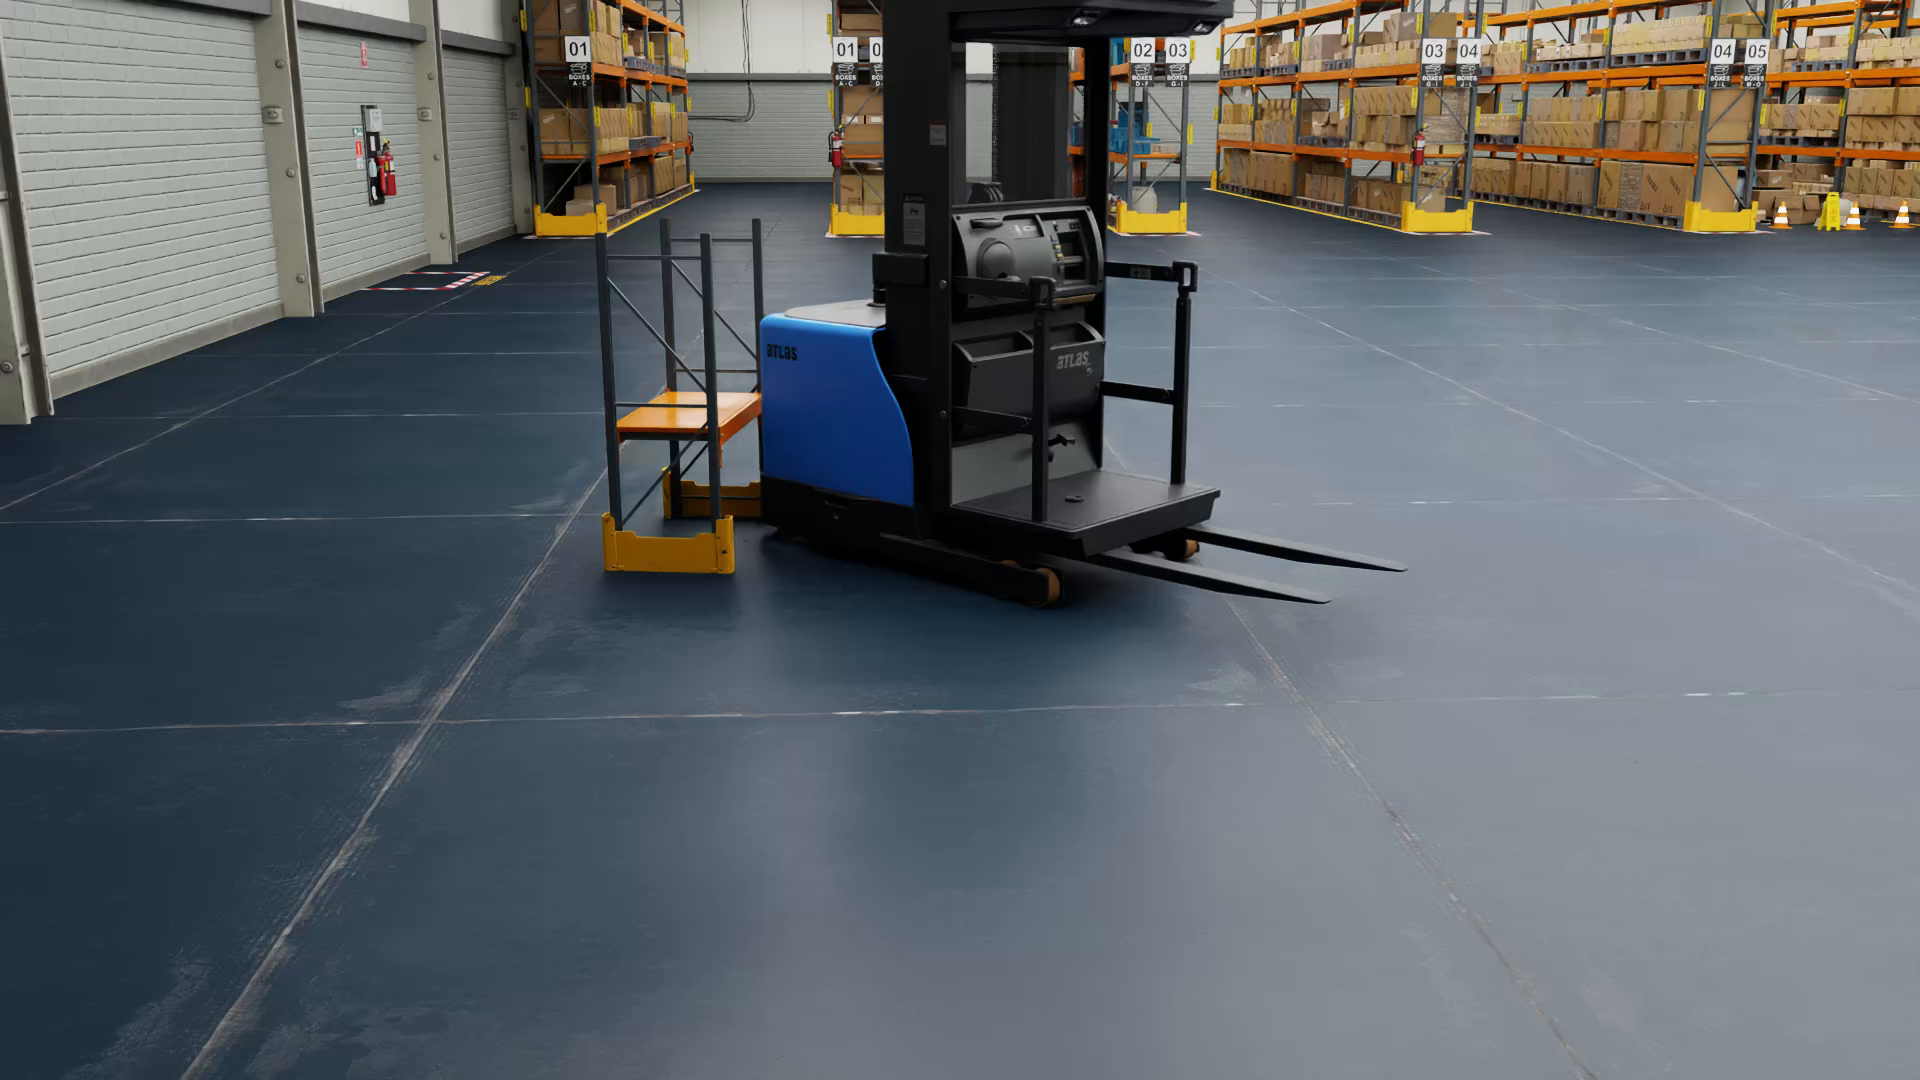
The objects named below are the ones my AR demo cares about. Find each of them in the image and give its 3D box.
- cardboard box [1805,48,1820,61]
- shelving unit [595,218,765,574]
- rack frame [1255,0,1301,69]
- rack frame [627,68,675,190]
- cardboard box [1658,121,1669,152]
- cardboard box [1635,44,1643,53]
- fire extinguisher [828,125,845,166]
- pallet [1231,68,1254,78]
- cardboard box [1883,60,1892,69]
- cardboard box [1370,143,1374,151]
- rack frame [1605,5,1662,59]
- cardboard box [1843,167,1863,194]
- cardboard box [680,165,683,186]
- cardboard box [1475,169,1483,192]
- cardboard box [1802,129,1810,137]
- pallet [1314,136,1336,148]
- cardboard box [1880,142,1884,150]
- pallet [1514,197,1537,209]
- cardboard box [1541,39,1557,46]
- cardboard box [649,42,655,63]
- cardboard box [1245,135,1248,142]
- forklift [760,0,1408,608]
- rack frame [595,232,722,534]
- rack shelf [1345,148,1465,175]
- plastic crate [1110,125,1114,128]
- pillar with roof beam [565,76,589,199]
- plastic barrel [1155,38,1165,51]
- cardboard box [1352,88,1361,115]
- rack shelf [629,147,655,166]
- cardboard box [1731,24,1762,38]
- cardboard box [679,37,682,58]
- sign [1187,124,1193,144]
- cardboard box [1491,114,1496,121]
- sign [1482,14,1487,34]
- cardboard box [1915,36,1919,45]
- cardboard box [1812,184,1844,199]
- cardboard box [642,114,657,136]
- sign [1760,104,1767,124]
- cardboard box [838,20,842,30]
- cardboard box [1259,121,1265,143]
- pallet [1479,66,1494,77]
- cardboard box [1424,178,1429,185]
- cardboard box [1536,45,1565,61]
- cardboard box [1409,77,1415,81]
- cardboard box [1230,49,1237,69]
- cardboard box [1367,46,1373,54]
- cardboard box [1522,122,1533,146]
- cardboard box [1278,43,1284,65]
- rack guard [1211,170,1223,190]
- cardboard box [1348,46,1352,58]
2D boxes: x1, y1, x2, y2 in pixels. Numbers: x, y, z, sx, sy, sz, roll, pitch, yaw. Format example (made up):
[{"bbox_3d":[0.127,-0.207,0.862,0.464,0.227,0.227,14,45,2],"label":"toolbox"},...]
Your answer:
[{"bbox_3d":[17.692,-9.937,34.066,0.500,0.250,0.500,-1,14,-3],"label":"cardboard box"},{"bbox_3d":[-1.262,-0.715,7.795,0.587,1.500,1.083,1,14,5],"label":"shelving unit"},{"bbox_3d":[7.543,-12.700,39.326,1.000,3.000,0.127,-1,14,-3],"label":"rack frame"},{"bbox_3d":[-7.289,-9.565,39.182,1.000,3.000,0.127,-1,14,-3],"label":"rack frame"},{"bbox_3d":[13.209,-7.303,30.090,0.875,0.550,0.550,-1,14,-3],"label":"cardboard box"},{"bbox_3d":[12.743,-9.090,30.777,0.380,0.149,0.250,-1,14,-4],"label":"cardboard box"},{"bbox_3d":[-2.058,-6.584,27.751,0.296,0.674,0.183,-1,14,-3],"label":"fire extinguisher"},{"bbox_3d":[7.430,-11.710,41.678,1.003,0.211,1.213,-1,14,-3],"label":"pallet"},{"bbox_3d":[17.766,-9.019,31.543,0.380,0.149,0.250,0,14,-2],"label":"cardboard box"},{"bbox_3d":[7.853,-7.314,30.939,0.380,0.149,0.250,-1,14,-3],"label":"cardboard box"},{"bbox_3d":[12.995,-10.762,31.793,1.000,3.000,0.127,-1,14,-3],"label":"rack frame"},{"bbox_3d":[17.696,-7.042,32.545,0.500,0.500,0.500,0,14,-1],"label":"cardboard box"},{"bbox_3d":[-7.331,-9.130,41.667,0.700,0.500,0.500,-1,14,-5],"label":"cardboard box"},{"bbox_3d":[12.361,-8.389,38.785,0.500,0.500,0.500,-1,14,-2],"label":"cardboard box"},{"bbox_3d":[17.552,-8.356,34.144,0.380,0.149,0.250,-1,14,-3],"label":"cardboard box"},{"bbox_3d":[7.954,-8.215,34.320,1.003,0.211,1.213,-1,14,-3],"label":"pallet"},{"bbox_3d":[17.771,-7.497,31.650,0.380,0.149,0.250,-1,14,-4],"label":"cardboard box"},{"bbox_3d":[12.721,-7.303,35.988,1.003,0.211,1.213,-1,14,-3],"label":"pallet"},{"bbox_3d":[12.965,-10.956,36.831,0.396,0.266,0.258,-1,14,-3],"label":"cardboard box"},{"bbox_3d":[-7.245,-10.921,37.349,0.700,0.500,0.500,-1,14,-4],"label":"cardboard box"},{"bbox_3d":[7.180,-9.808,40.629,0.380,0.149,0.250,-1,14,-2],"label":"cardboard box"},{"bbox_3d":[0.465,-1.284,7.135,3.031,2.935,1.130,13,19,41],"label":"forklift"},{"bbox_3d":[-1.312,-0.587,7.296,0.500,1.500,0.032,1,14,5],"label":"rack frame"},{"bbox_3d":[8.162,-6.959,30.497,1.077,0.370,4.000,-1,14,-3],"label":"rack shelf"},{"bbox_3d":[2.759,-7.875,32.485,0.402,0.464,0.583,-1,14,-3],"label":"plastic crate"},{"bbox_3d":[-3.527,-11.205,33.517,9.100,9.000,0.400,-1,14,-3],"label":"pillar with roof beam"},{"bbox_3d":[3.186,-8.716,28.159,0.600,0.830,0.708,-1,14,-3],"label":"plastic barrel"},{"bbox_3d":[7.812,-8.366,31.716,0.500,0.500,0.500,-1,14,-3],"label":"cardboard box"},{"bbox_3d":[-6.917,-7.724,33.472,1.077,0.370,4.000,-1,14,-3],"label":"rack shelf"},{"bbox_3d":[13.469,-8.761,28.699,0.500,0.250,0.500,-1,14,-4],"label":"cardboard box"},{"bbox_3d":[-7.199,-12.252,41.359,0.500,0.500,0.500,0,14,-2],"label":"cardboard box"},{"bbox_3d":[3.892,-6.875,28.171,0.100,0.325,0.005,-1,14,-3],"label":"sign"},{"bbox_3d":[12.209,-9.530,37.512,0.380,0.149,0.250,0,14,-2],"label":"cardboard box"},{"bbox_3d":[8.828,-8.694,28.024,0.100,0.325,0.005,-1,14,-3],"label":"sign"},{"bbox_3d":[17.733,-9.141,30.416,0.380,0.149,0.250,-1,14,-2],"label":"cardboard box"},{"bbox_3d":[17.894,-7.019,33.717,0.950,0.372,0.625,-1,14,-3],"label":"cardboard box"},{"bbox_3d":[-6.816,-8.897,35.748,0.500,0.500,0.500,0,14,-2],"label":"cardboard box"},{"bbox_3d":[13.797,-7.326,28.584,0.100,0.325,0.005,-1,14,-3],"label":"sign"},{"bbox_3d":[-1.873,-9.015,29.694,0.797,0.503,0.637,1,14,3],"label":"cardboard box"},{"bbox_3d":[7.354,-9.599,39.115,0.500,0.500,0.500,-1,14,-3],"label":"cardboard box"},{"bbox_3d":[12.499,-10.794,38.317,1.213,0.211,1.003,-1,14,-3],"label":"pallet"},{"bbox_3d":[12.074,-9.144,42.422,0.380,0.149,0.250,-1,14,-3],"label":"cardboard box"},{"bbox_3d":[12.572,-10.329,35.266,0.500,0.311,0.500,-1,14,-3],"label":"cardboard box"},{"bbox_3d":[12.024,-12.105,43.335,0.500,0.250,0.500,0,14,-1],"label":"cardboard box"},{"bbox_3d":[7.295,-12.272,42.438,0.700,0.500,0.500,-1,14,-5],"label":"cardboard box"},{"bbox_3d":[7.831,-9.159,31.085,0.380,0.149,0.250,-1,14,-3],"label":"cardboard box"},{"bbox_3d":[12.505,-8.784,35.944,0.500,0.500,0.500,-1,14,-3],"label":"cardboard box"},{"bbox_3d":[7.643,-11.013,37.741,0.797,0.503,0.637,-1,14,-4],"label":"cardboard box"},{"bbox_3d":[7.293,-9.584,44.274,1.175,0.500,0.348,-1,14,-3],"label":"rack guard"},{"bbox_3d":[7.880,-9.628,32.834,0.396,0.266,0.258,0,14,-1],"label":"cardboard box"}]
